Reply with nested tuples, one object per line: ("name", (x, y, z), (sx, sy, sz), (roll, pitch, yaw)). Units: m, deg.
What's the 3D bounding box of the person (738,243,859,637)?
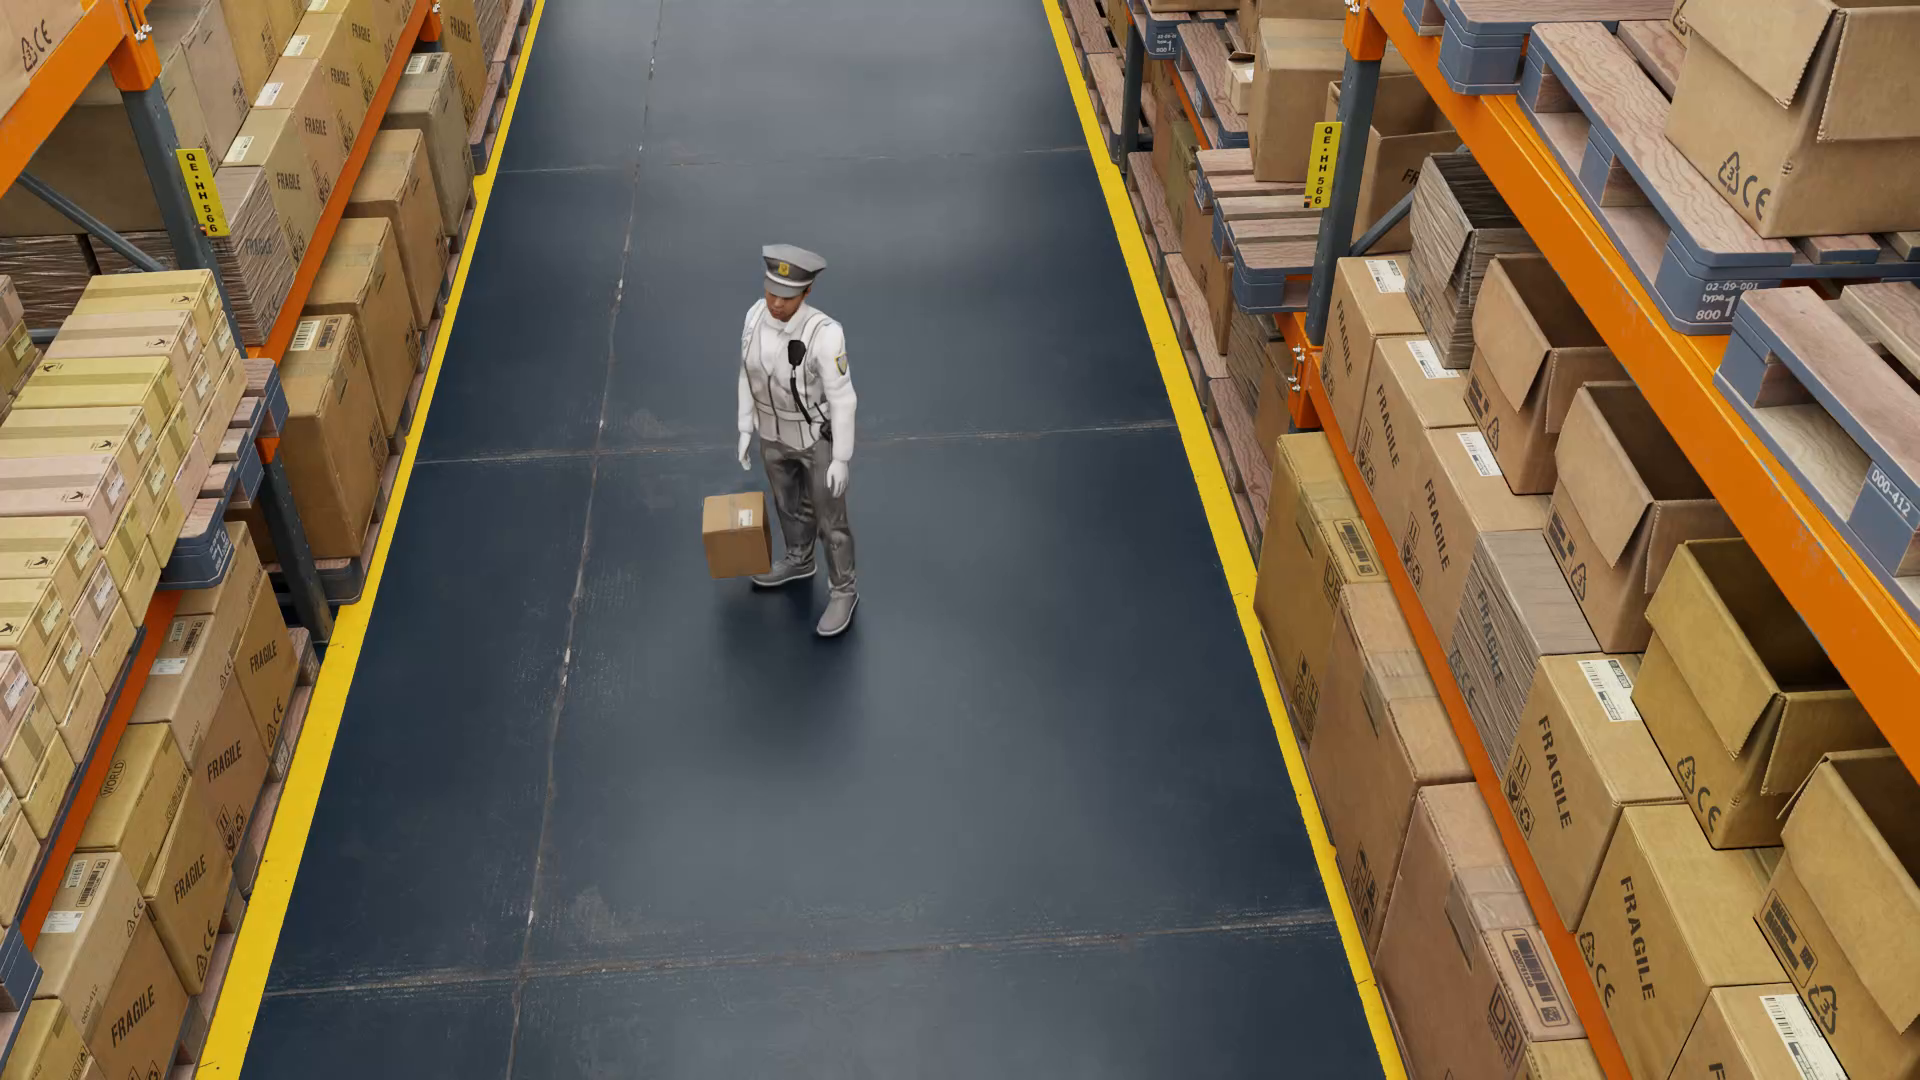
("person", (-0.647, -0.399, 6.589), (0.583, 1.690, 0.355), (23, 45, 25))
